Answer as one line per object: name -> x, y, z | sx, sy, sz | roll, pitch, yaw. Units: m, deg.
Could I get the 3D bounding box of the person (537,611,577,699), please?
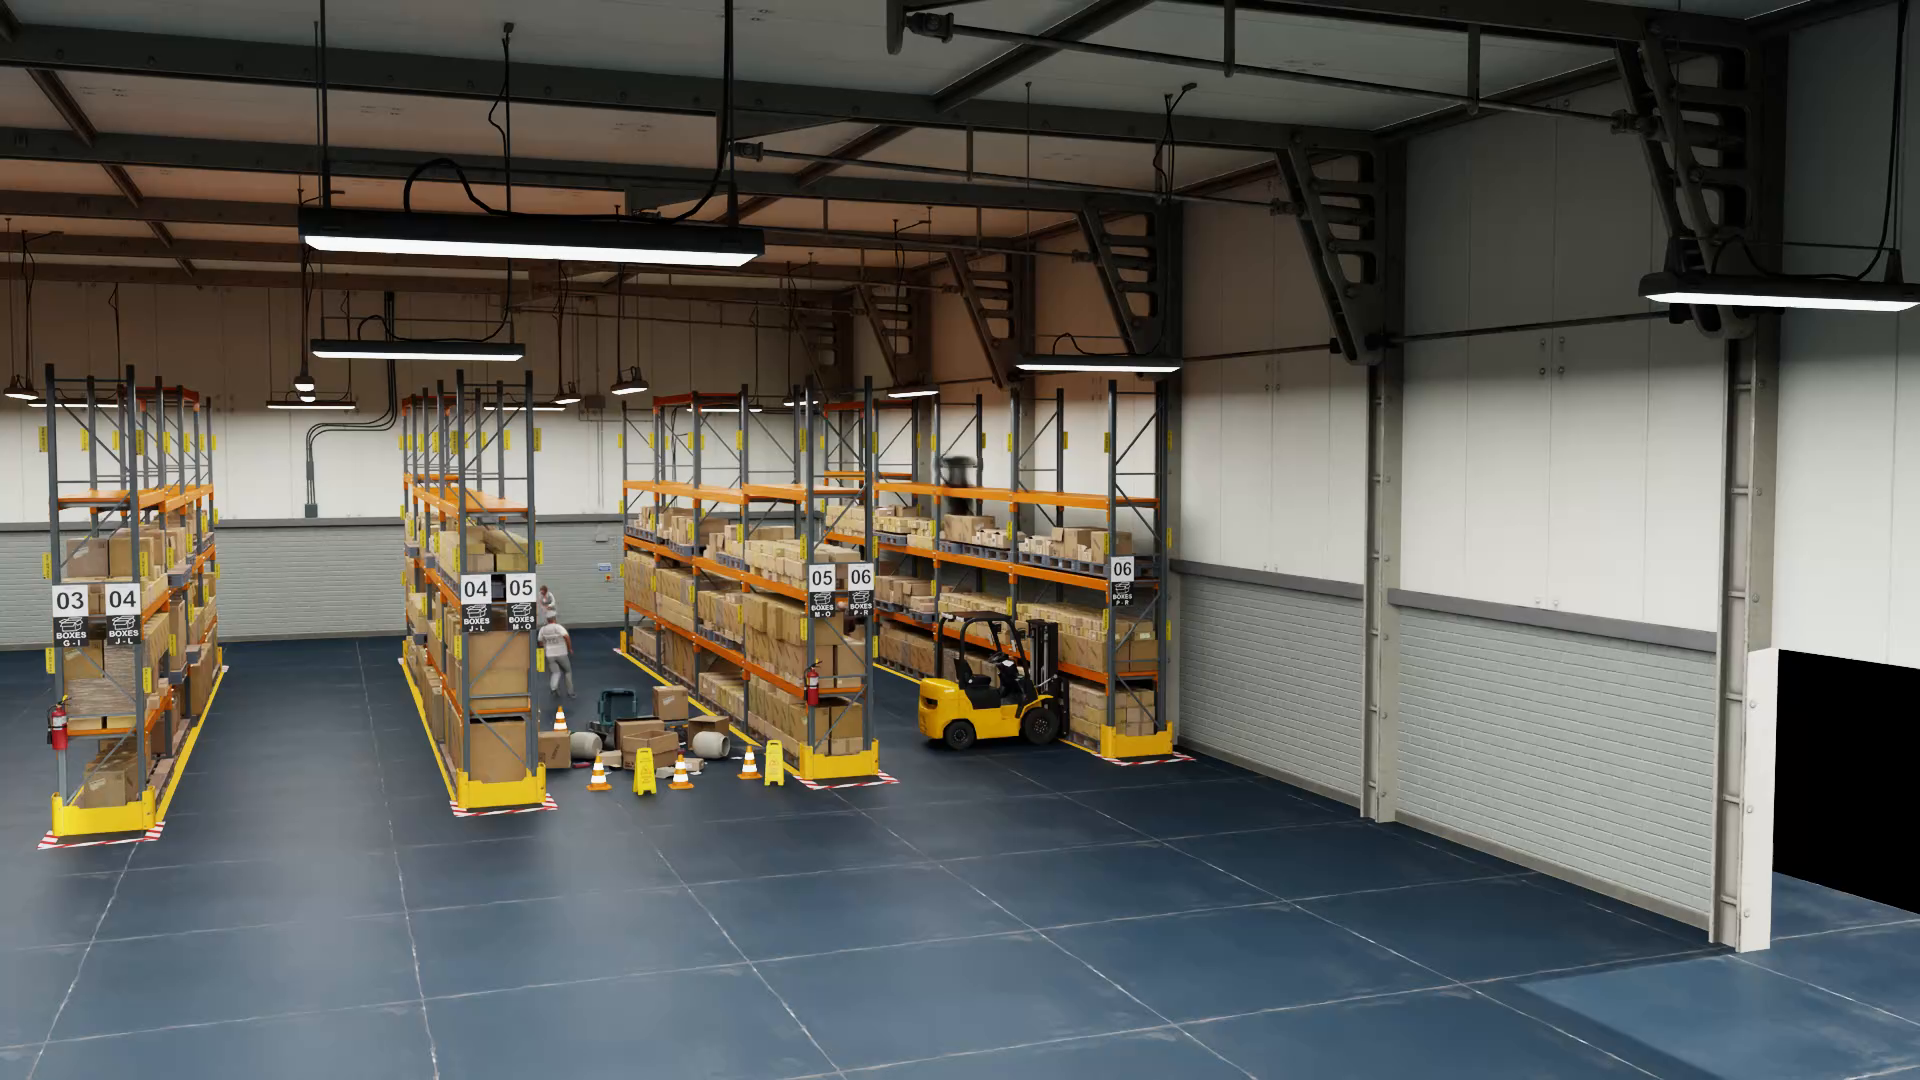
person -> -7.862, 2.249, 32.256 | 0.699, 1.738, 0.894 | 0, 3, 0

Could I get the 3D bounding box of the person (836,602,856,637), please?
person -> -2.429, 2.120, 33.750 | 0.715, 1.751, 1.063 | -2, 4, -30

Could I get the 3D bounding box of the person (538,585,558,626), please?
person -> -10.483, 1.831, 42.188 | 0.569, 1.426, 0.750 | 1, 4, 21
